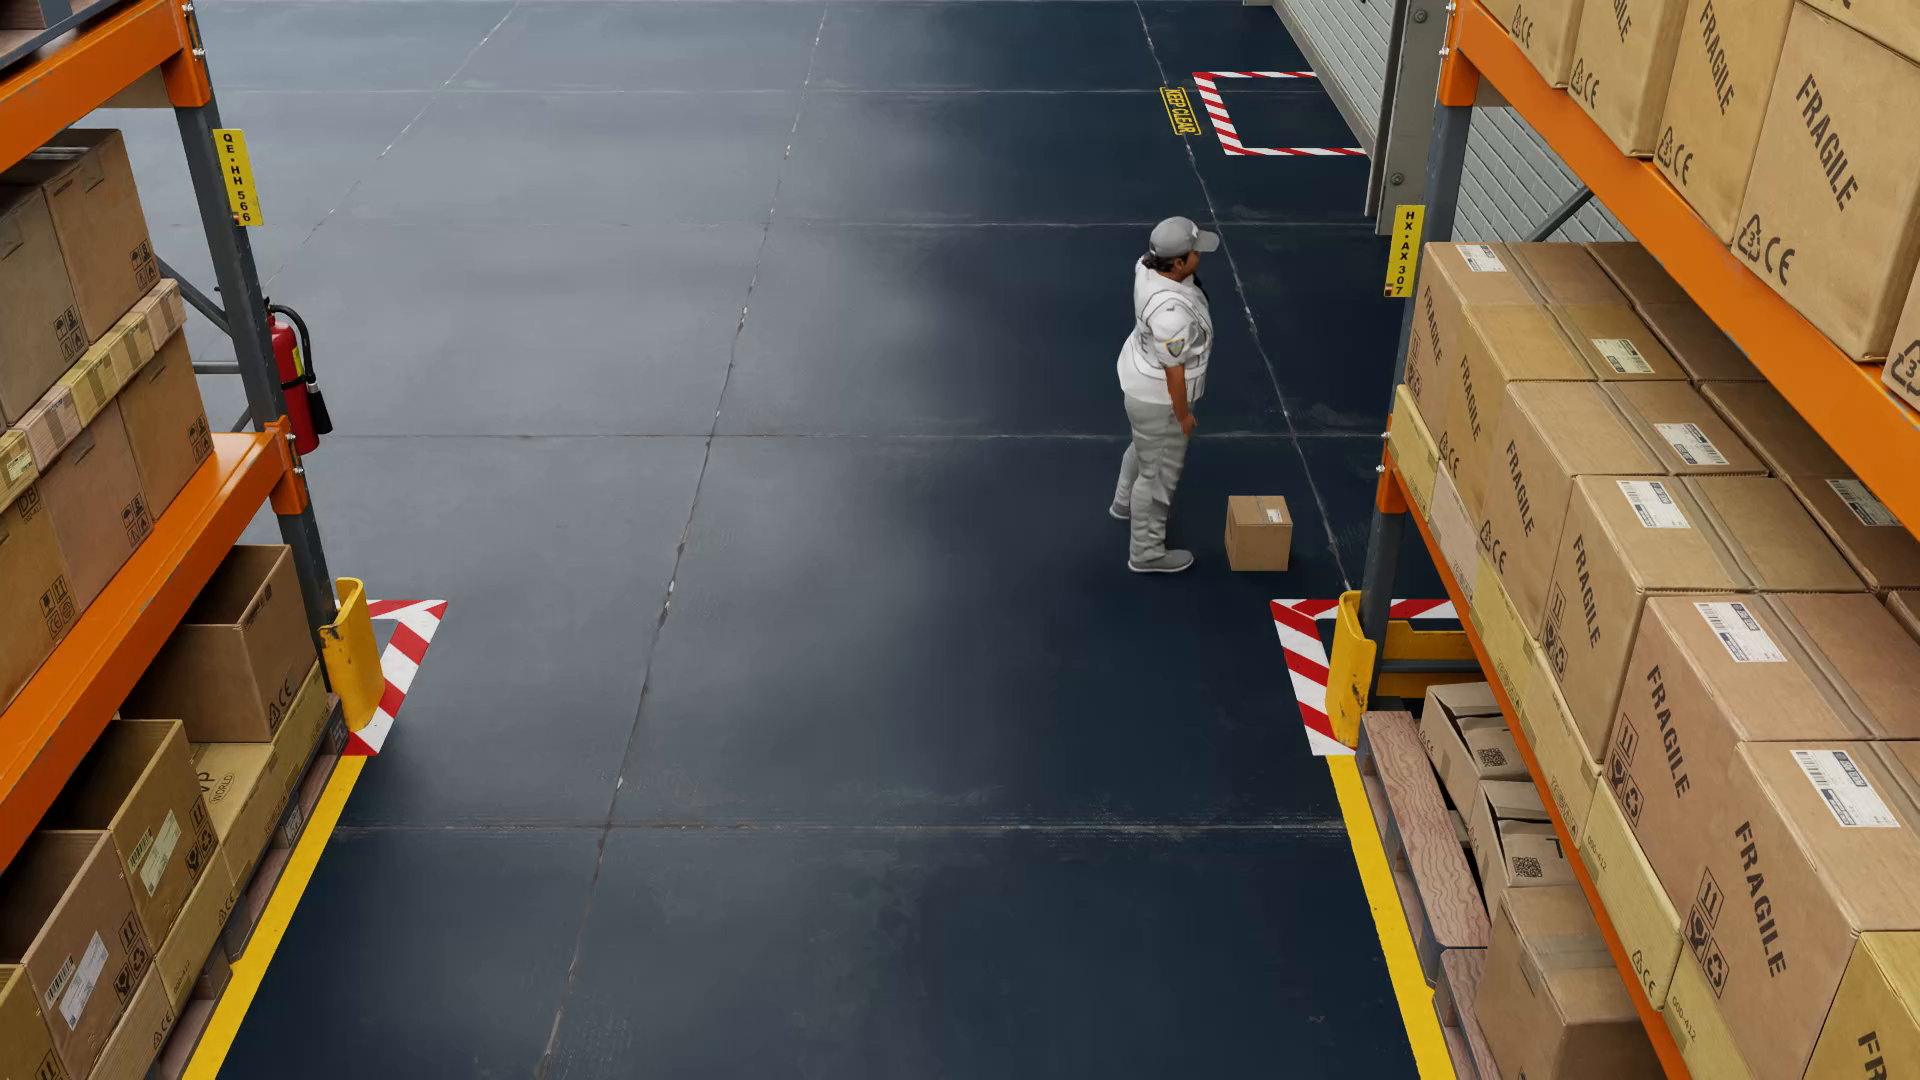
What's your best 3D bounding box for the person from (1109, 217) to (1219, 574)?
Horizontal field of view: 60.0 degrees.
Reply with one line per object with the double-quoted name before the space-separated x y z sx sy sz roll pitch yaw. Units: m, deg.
"person" 0.867 -0.657 7.187 0.382 1.668 0.662 0 32 1
